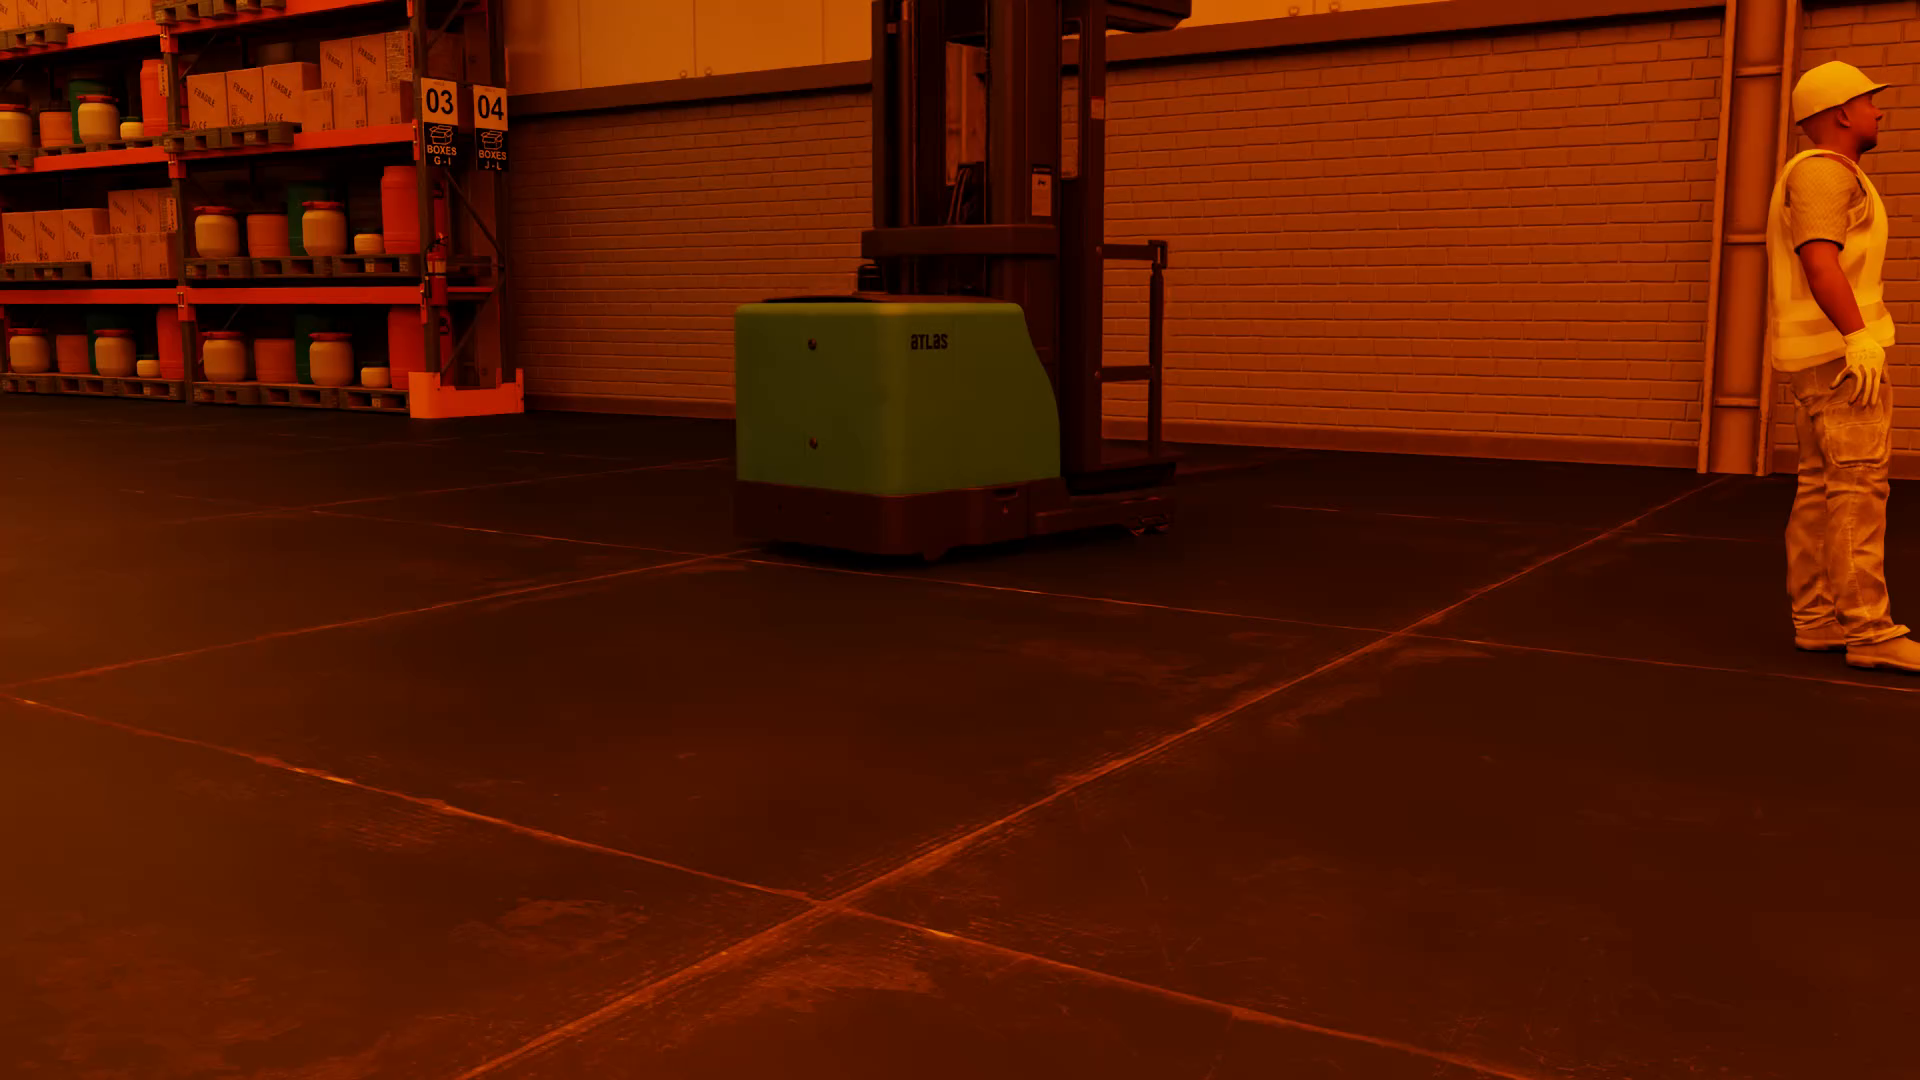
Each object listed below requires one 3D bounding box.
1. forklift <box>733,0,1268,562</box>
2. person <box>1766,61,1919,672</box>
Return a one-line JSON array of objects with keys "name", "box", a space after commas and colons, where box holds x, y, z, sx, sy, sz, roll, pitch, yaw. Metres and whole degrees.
[{"name": "forklift", "box": [0.378, -1.518, 7.865, 1.130, 2.935, 3.031, 7, 11, 42]}, {"name": "person", "box": [2.728, -0.541, 5.022, 0.577, 1.782, 0.655, 3, 9, 21]}]
